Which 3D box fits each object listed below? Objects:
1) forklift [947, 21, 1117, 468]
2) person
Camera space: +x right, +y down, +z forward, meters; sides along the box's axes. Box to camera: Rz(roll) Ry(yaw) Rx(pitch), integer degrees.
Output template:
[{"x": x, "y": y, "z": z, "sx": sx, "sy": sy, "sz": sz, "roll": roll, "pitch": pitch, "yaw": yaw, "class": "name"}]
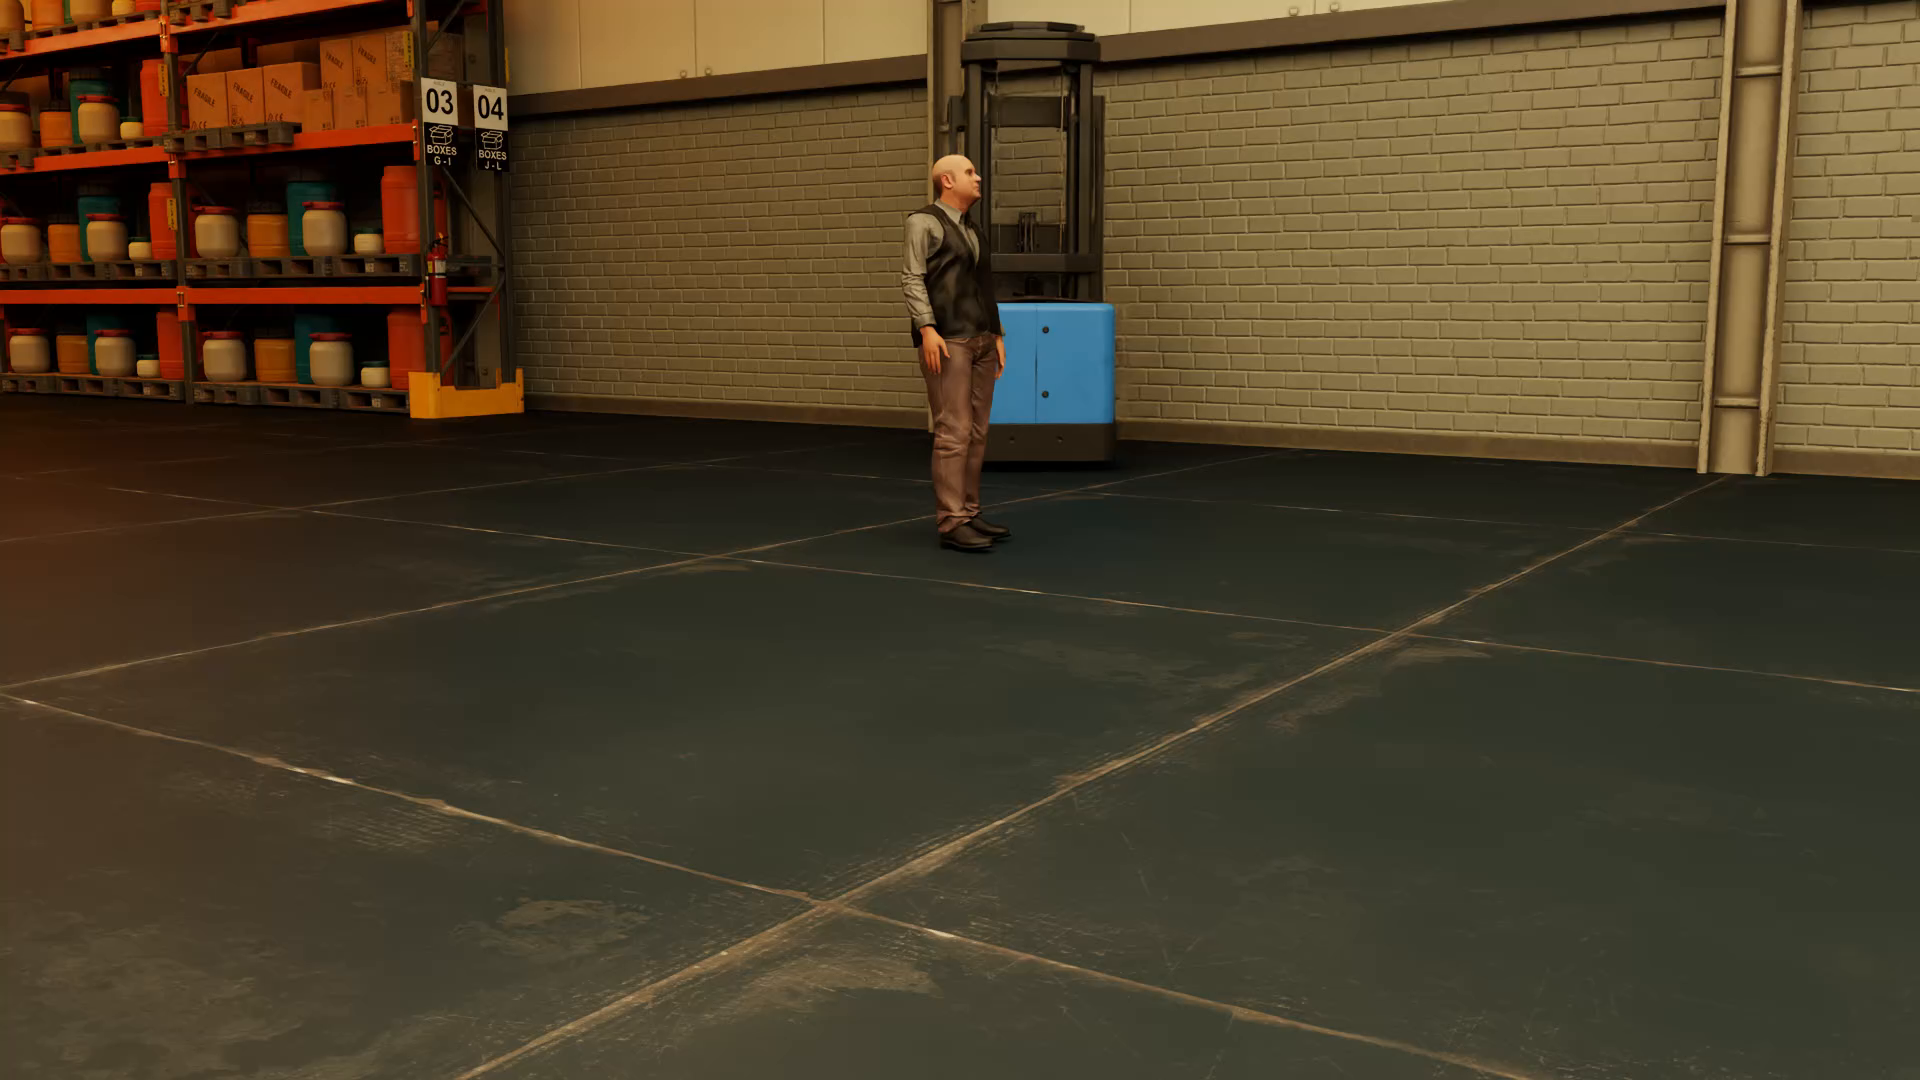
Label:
[{"x": 0.457, "y": -2.097, "z": 11.937, "sx": 1.130, "sy": 2.935, "sz": 3.031, "roll": 0, "pitch": 8, "yaw": -1, "class": "forklift"}, {"x": 0.047, "y": -0.854, "z": 7.441, "sx": 0.568, "sy": 1.720, "sz": 0.632, "roll": 5, "pitch": 10, "yaw": 34, "class": "person"}]
